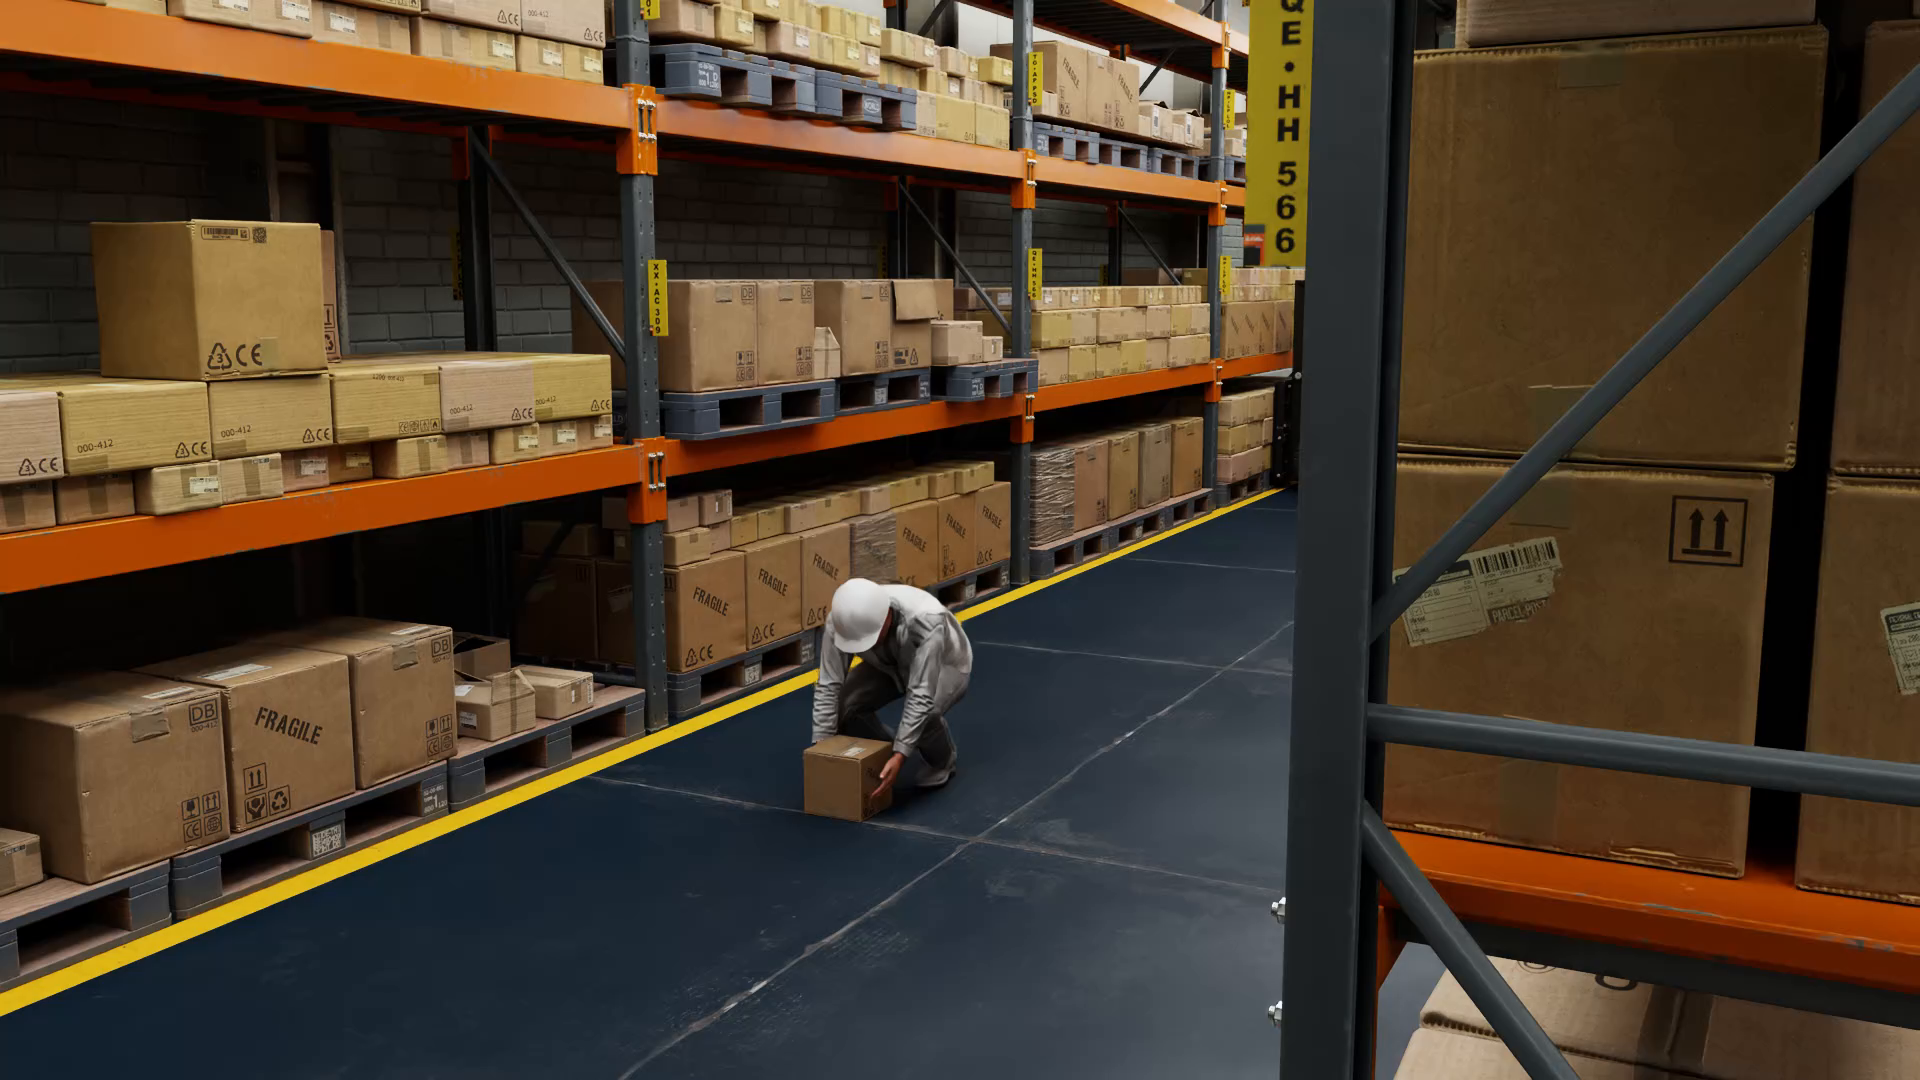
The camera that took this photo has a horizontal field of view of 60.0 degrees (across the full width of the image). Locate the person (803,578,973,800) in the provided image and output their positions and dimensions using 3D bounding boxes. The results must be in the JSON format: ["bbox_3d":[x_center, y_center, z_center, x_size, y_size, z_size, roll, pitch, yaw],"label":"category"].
[{"bbox_3d":[-0.278,0.543,6.613,0.524,0.916,0.914,4,10,26],"label":"person"}]
